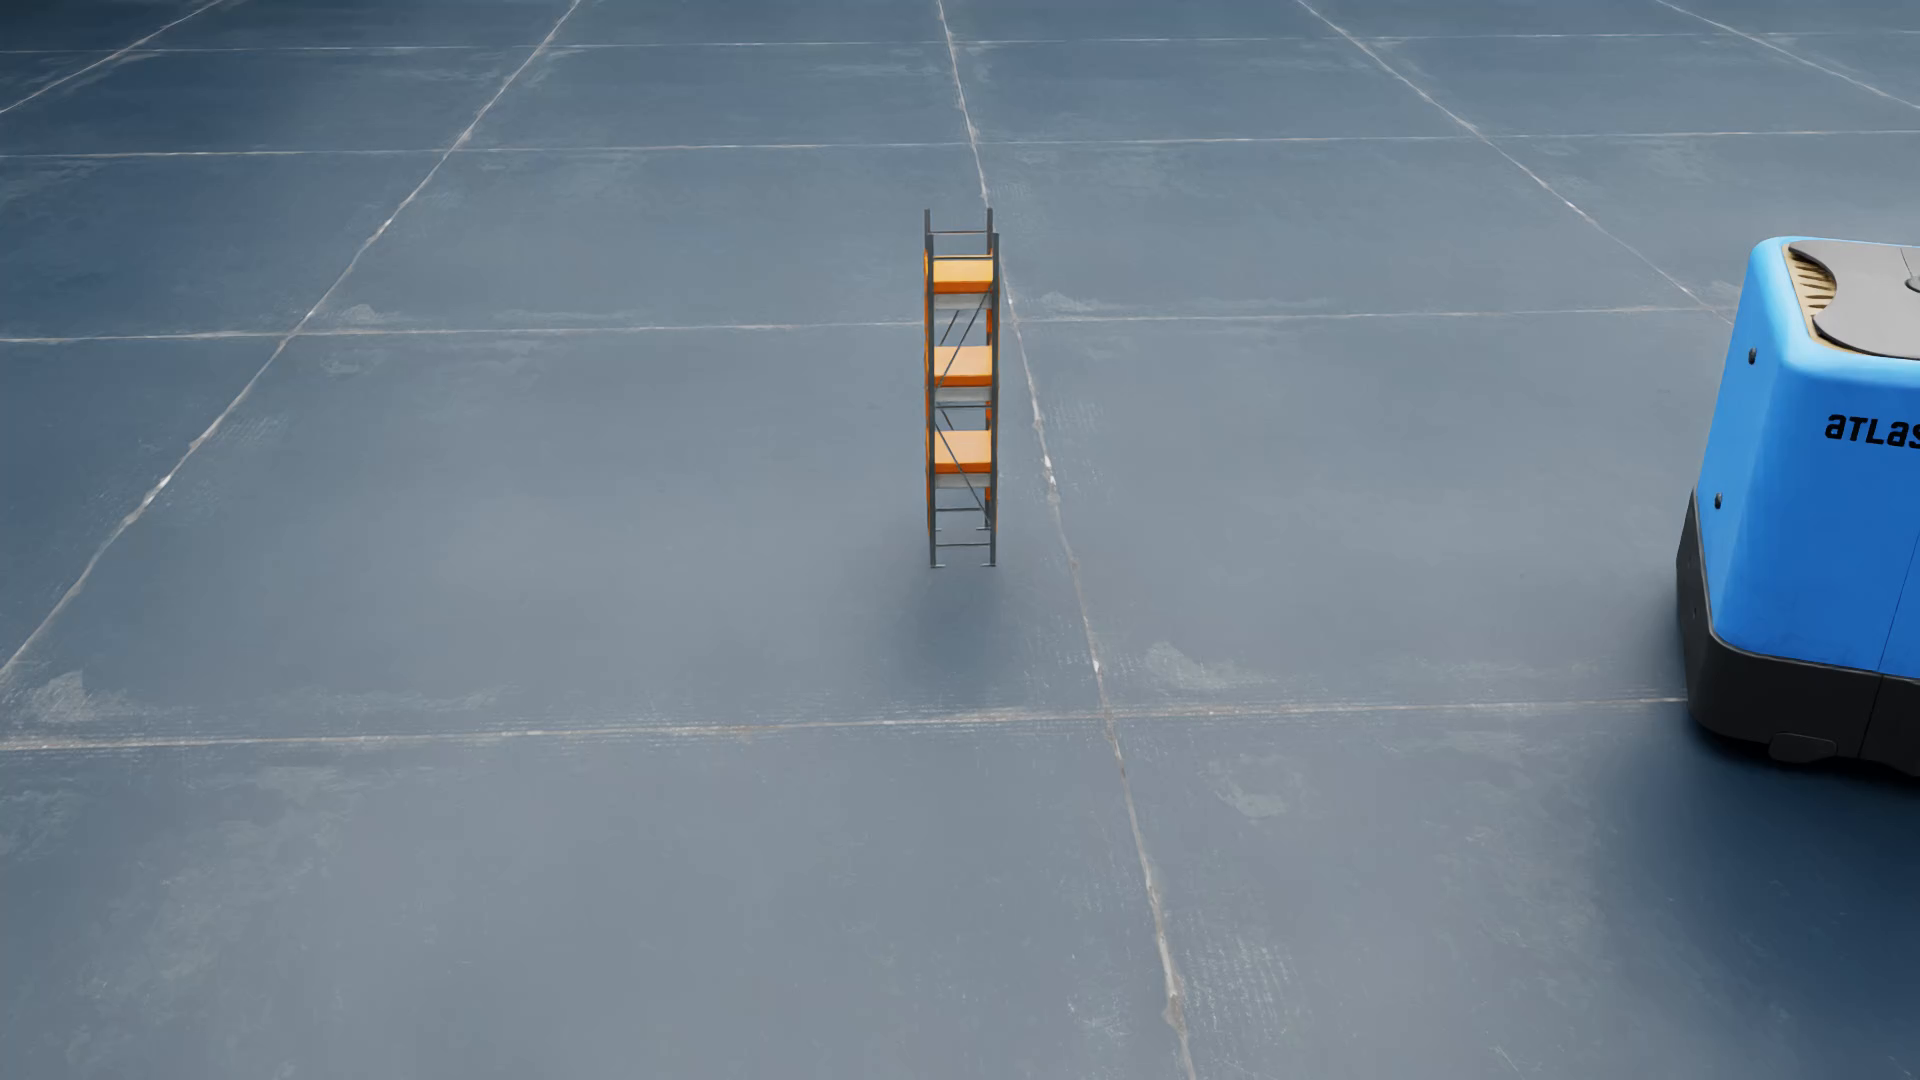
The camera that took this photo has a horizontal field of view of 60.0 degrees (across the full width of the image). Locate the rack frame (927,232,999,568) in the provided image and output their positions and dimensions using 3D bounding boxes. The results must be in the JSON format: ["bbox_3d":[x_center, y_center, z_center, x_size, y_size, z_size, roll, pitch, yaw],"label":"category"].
[{"bbox_3d":[0.009,-0.384,4.852,0.200,1.050,0.008,-1,28,-3],"label":"rack frame"}]

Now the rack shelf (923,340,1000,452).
[{"bbox_3d":[0.003,-0.431,4.965,0.215,0.259,0.240,-1,28,-3],"label":"rack shelf"}]

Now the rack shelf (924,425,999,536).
[{"bbox_3d":[0.003,-0.185,5.093,0.215,0.259,0.240,-1,28,-3],"label":"rack shelf"}]

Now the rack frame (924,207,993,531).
[{"bbox_3d":[-0.004,-0.497,5.068,0.200,1.050,0.008,-1,28,-3],"label":"rack frame"}]

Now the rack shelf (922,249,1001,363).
[{"bbox_3d":[0.003,-0.683,4.834,0.215,0.259,0.240,-1,28,-3],"label":"rack shelf"}]

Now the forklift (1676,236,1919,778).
[{"bbox_3d":[3.438,-0.761,3.539,3.031,2.935,1.130,9,29,17],"label":"forklift"}]

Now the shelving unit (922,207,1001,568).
[{"bbox_3d":[0.003,-0.441,4.960,0.215,1.050,0.252,-1,28,-3],"label":"shelving unit"}]
